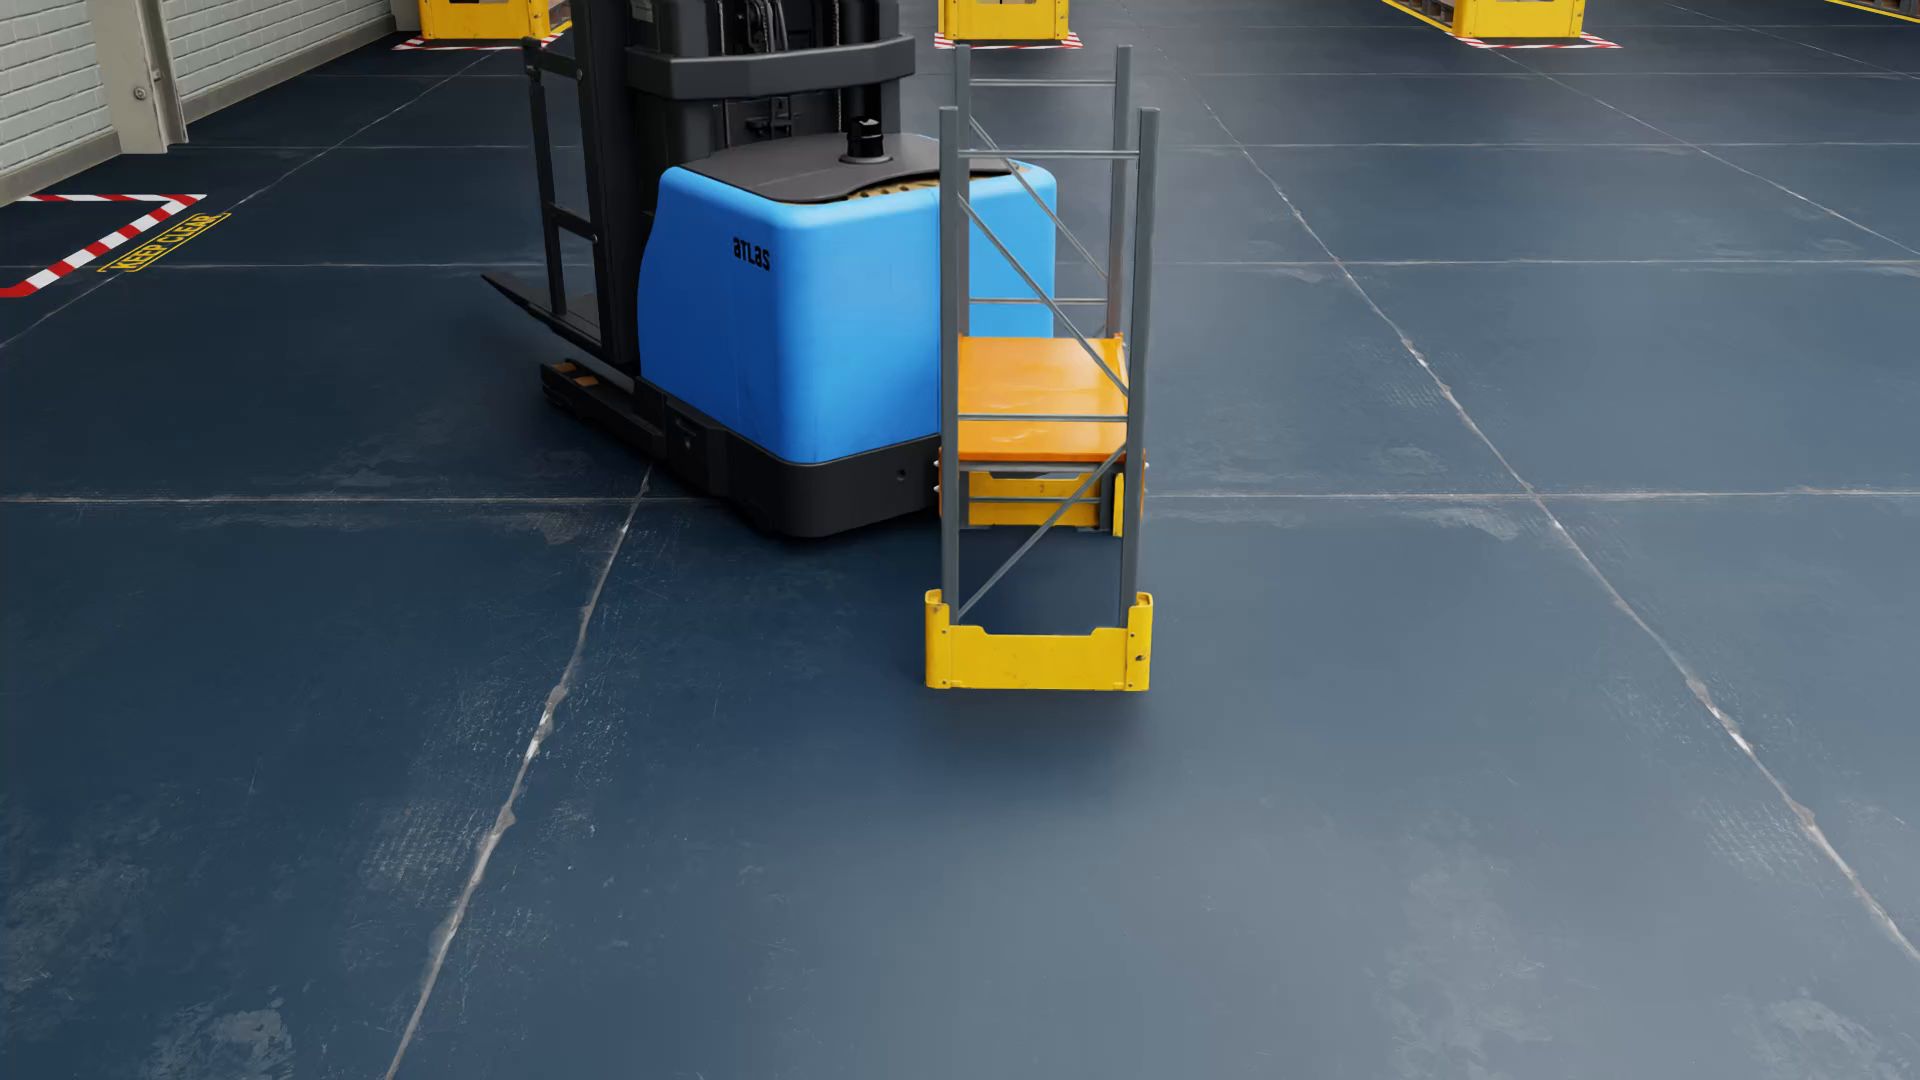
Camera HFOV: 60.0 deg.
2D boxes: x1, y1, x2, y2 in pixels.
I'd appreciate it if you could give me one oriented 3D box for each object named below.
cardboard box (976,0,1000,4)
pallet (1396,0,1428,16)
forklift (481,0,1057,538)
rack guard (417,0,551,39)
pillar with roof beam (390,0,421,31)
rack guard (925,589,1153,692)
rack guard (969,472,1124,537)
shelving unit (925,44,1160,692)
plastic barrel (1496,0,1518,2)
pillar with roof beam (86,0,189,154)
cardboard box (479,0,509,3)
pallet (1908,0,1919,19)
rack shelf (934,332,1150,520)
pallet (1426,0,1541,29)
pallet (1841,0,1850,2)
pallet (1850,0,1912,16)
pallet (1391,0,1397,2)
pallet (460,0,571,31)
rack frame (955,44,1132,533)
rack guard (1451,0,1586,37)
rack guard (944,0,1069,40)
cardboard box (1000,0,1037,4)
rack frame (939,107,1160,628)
[{"bbox_3d":[0.133,-5.329,16.219,0.500,0.250,0.500,0,24,-1],"label":"cardboard box"},{"bbox_3d":[5.326,-5.788,17.791,1.003,0.211,1.213,0,24,-1],"label":"pallet"},{"bbox_3d":[-0.951,-1.890,5.872,1.130,2.935,3.031,-17,29,-32],"label":"forklift"},{"bbox_3d":[-4.520,-5.039,15.785,1.175,0.500,0.348,0,24,-1],"label":"rack guard"},{"bbox_3d":[-1.087,-9.184,14.636,9.100,9.000,0.400,0,24,-1],"label":"pillar with roof beam"},{"bbox_3d":[0.204,0.264,4.362,0.587,0.250,0.087,1,24,2],"label":"rack guard"},{"bbox_3d":[0.236,-0.146,5.269,0.587,0.250,0.087,1,24,2],"label":"rack guard"},{"bbox_3d":[0.220,-0.510,4.558,0.587,1.500,1.083,1,24,2],"label":"shelving unit"},{"bbox_3d":[5.304,-5.520,16.324,0.421,0.512,0.421,0,24,0],"label":"plastic barrel"},{"bbox_3d":[-1.022,-6.712,9.170,9.100,9.000,0.400,0,24,-1],"label":"pillar with roof beam"},{"bbox_3d":[-4.437,-5.408,16.295,0.500,0.311,0.500,-3,25,-7],"label":"cardboard box"},{"bbox_3d":[10.366,-5.309,16.733,1.003,0.211,1.213,0,24,-1],"label":"pallet"},{"bbox_3d":[0.220,-0.343,4.624,0.538,0.185,1.000,1,24,2],"label":"rack shelf"},{"bbox_3d":[5.336,-5.287,16.683,1.003,0.211,1.213,0,24,-1],"label":"pallet"},{"bbox_3d":[10.339,-6.315,18.956,1.003,0.211,1.213,0,24,-1],"label":"pallet"},{"bbox_3d":[10.355,-5.811,17.841,1.003,0.211,1.213,0,24,-1],"label":"pallet"},{"bbox_3d":[5.309,-6.292,18.906,1.003,0.211,1.213,0,24,-1],"label":"pallet"},{"bbox_3d":[-4.493,-5.242,16.585,1.003,0.211,1.213,0,24,-1],"label":"pallet"},{"bbox_3d":[0.236,-0.716,5.013,0.500,1.500,0.032,1,24,2],"label":"rack frame"},{"bbox_3d":[5.339,-5.083,15.883,1.175,0.500,0.348,0,24,-1],"label":"rack guard"},{"bbox_3d":[0.434,-5.022,15.746,1.175,0.500,0.348,0,24,-1],"label":"rack guard"},{"bbox_3d":[0.651,-5.331,16.224,0.500,0.250,0.500,0,24,-1],"label":"cardboard box"},{"bbox_3d":[0.203,-0.297,4.087,0.500,1.500,0.032,1,24,2],"label":"rack frame"}]
